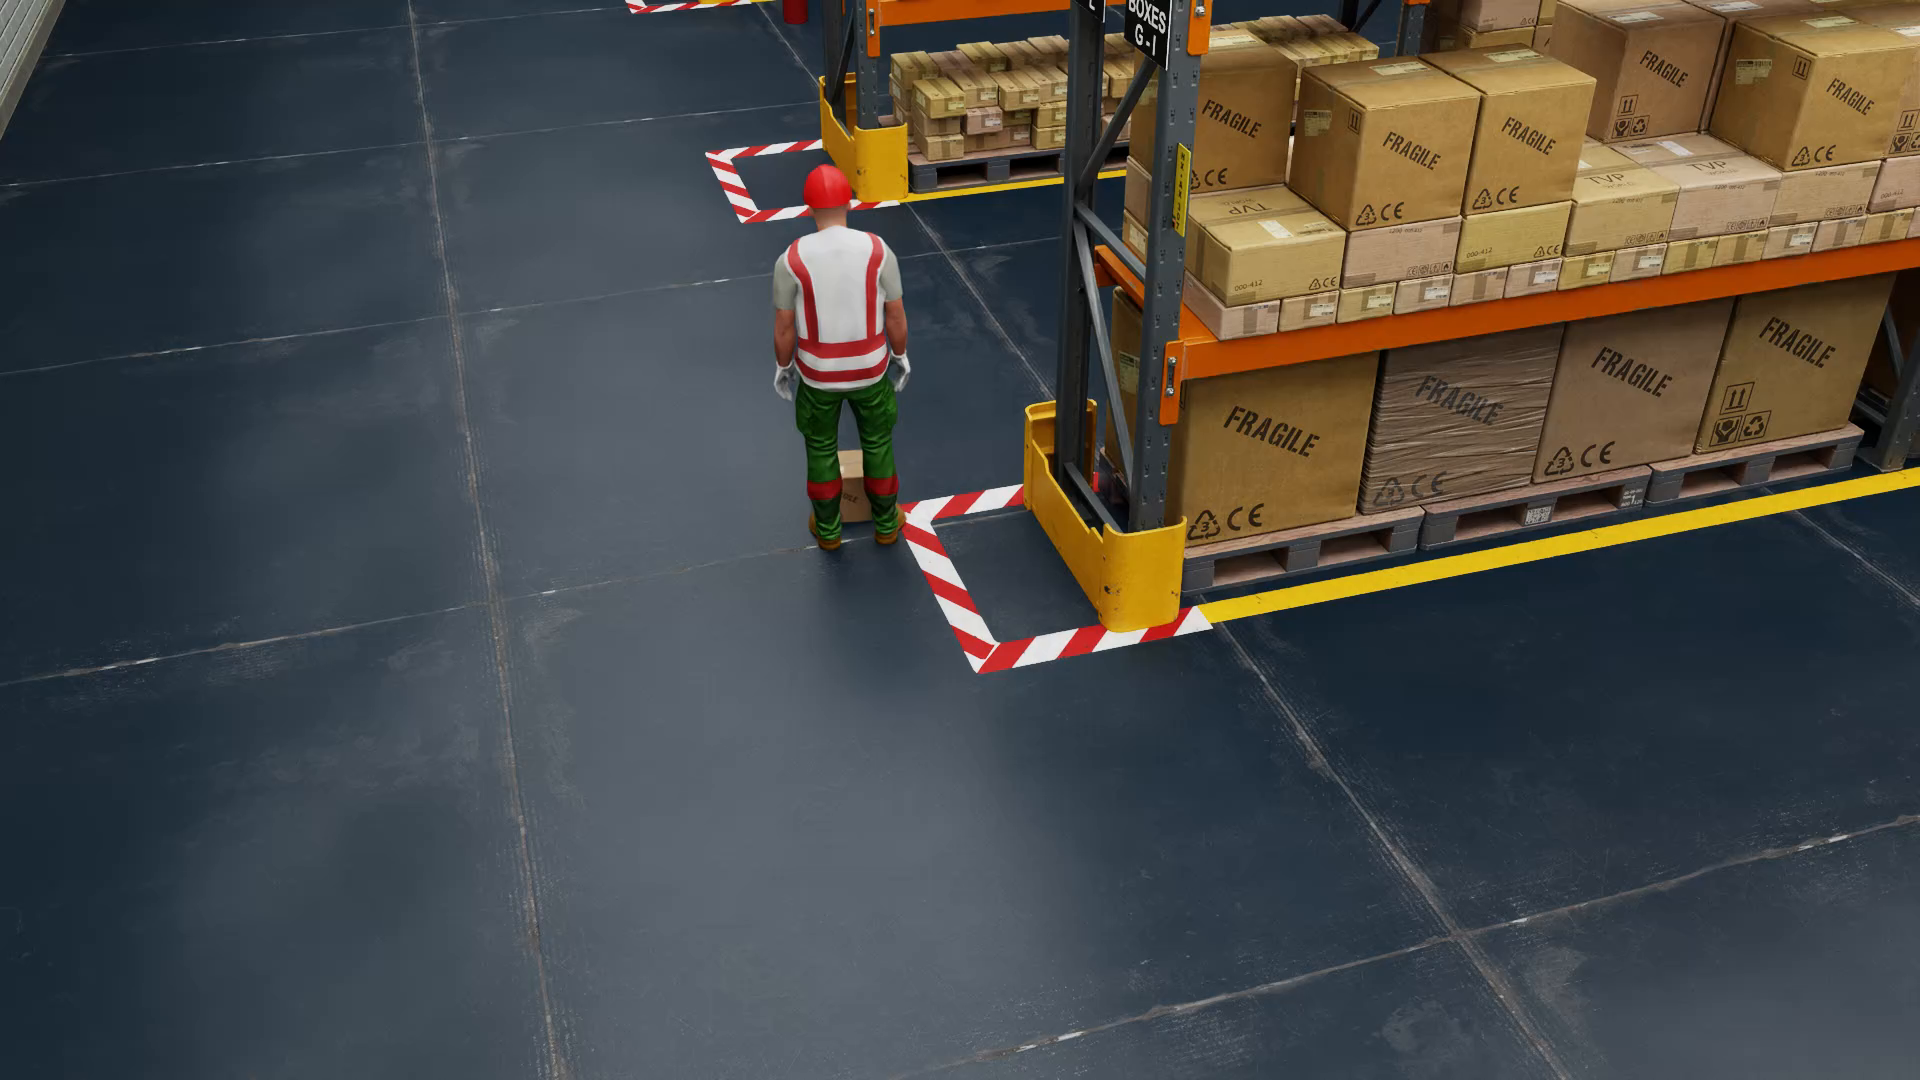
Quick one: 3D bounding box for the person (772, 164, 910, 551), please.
[{"bbox_3d":[-0.516,-0.763,7.278,0.604,1.777,0.453,-5,34,-7],"label":"person"}]
